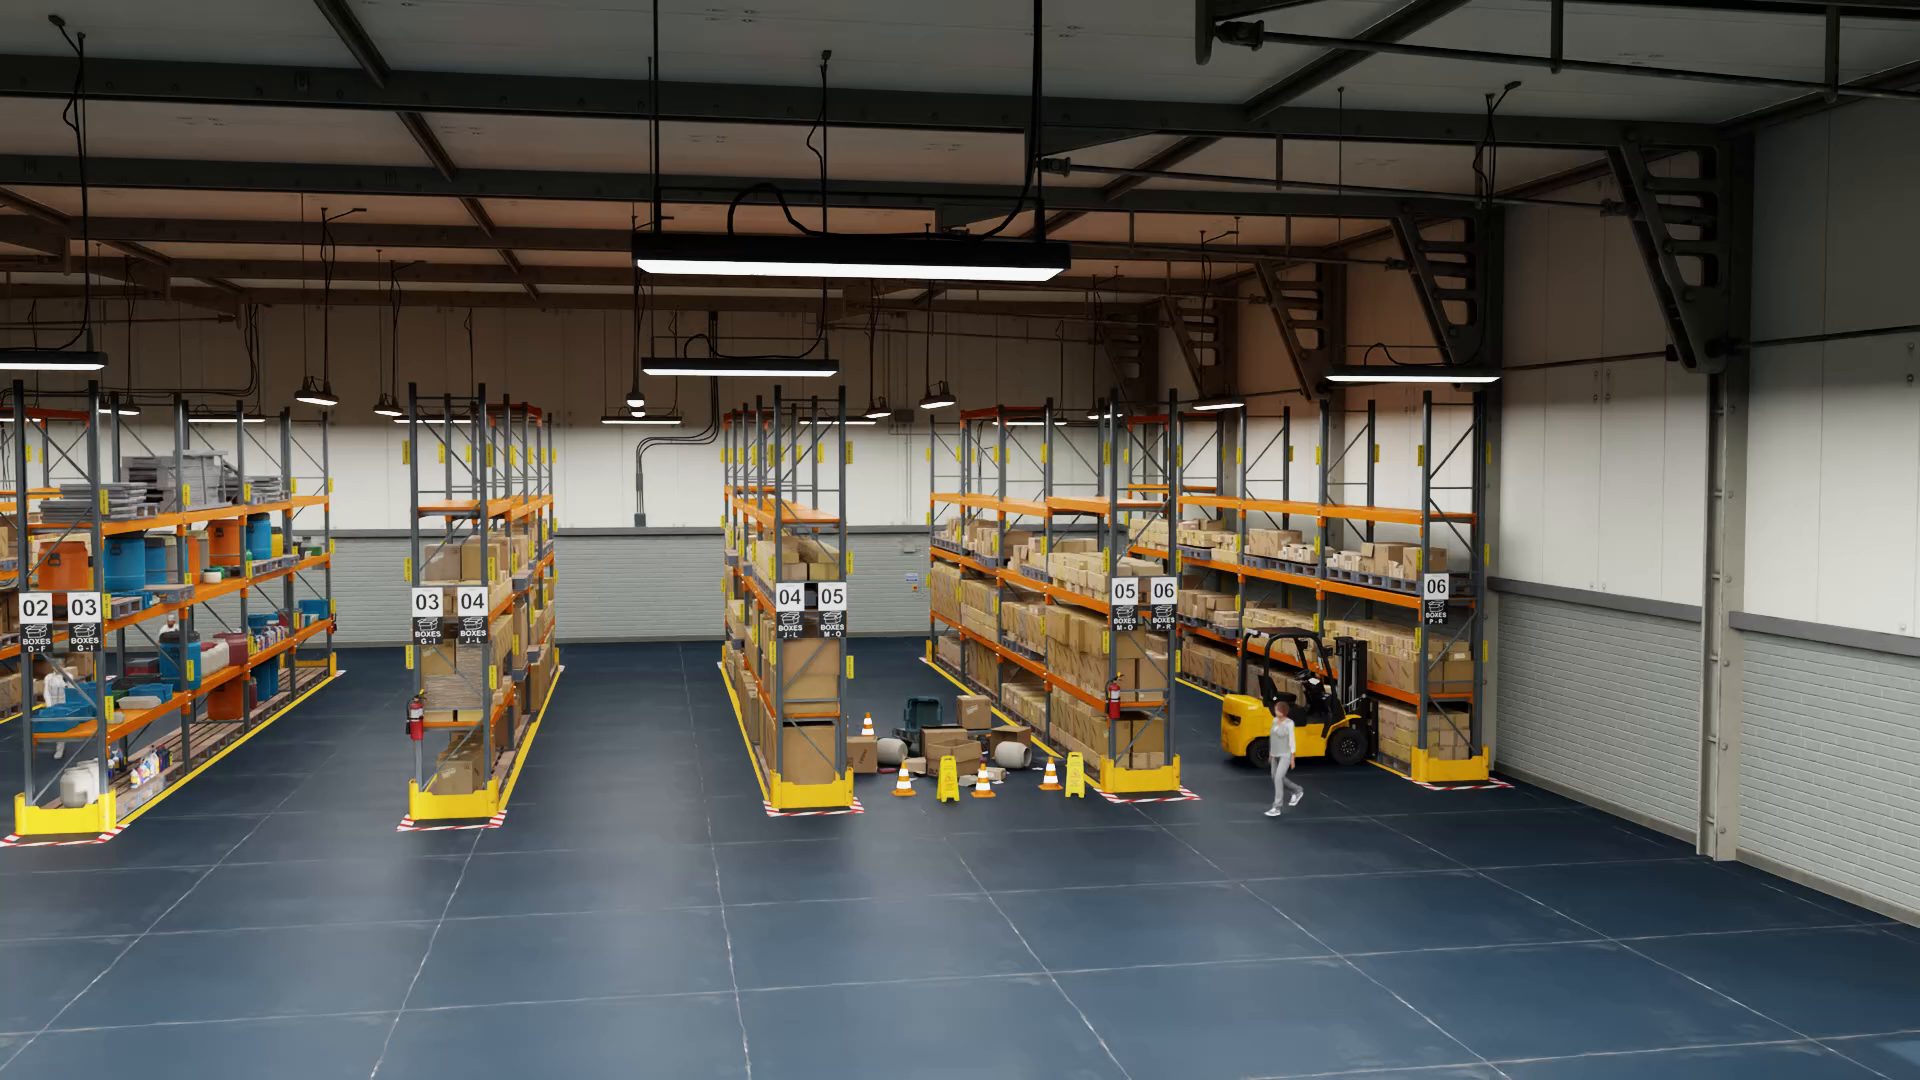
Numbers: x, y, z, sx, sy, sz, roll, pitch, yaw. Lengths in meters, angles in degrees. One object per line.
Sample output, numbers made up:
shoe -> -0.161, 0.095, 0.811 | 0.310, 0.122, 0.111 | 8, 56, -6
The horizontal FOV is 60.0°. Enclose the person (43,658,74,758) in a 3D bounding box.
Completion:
person -> -15.029, 2.771, 27.750 | 0.467, 1.615, 0.935 | -1, 3, -22

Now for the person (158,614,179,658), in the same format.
person -> -16.827, 2.394, 35.541 | 0.571, 1.647, 0.592 | -1, 3, -15

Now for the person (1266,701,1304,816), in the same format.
person -> 4.525, 3.026, 23.250 | 0.808, 1.564, 0.439 | -2, 3, -31
